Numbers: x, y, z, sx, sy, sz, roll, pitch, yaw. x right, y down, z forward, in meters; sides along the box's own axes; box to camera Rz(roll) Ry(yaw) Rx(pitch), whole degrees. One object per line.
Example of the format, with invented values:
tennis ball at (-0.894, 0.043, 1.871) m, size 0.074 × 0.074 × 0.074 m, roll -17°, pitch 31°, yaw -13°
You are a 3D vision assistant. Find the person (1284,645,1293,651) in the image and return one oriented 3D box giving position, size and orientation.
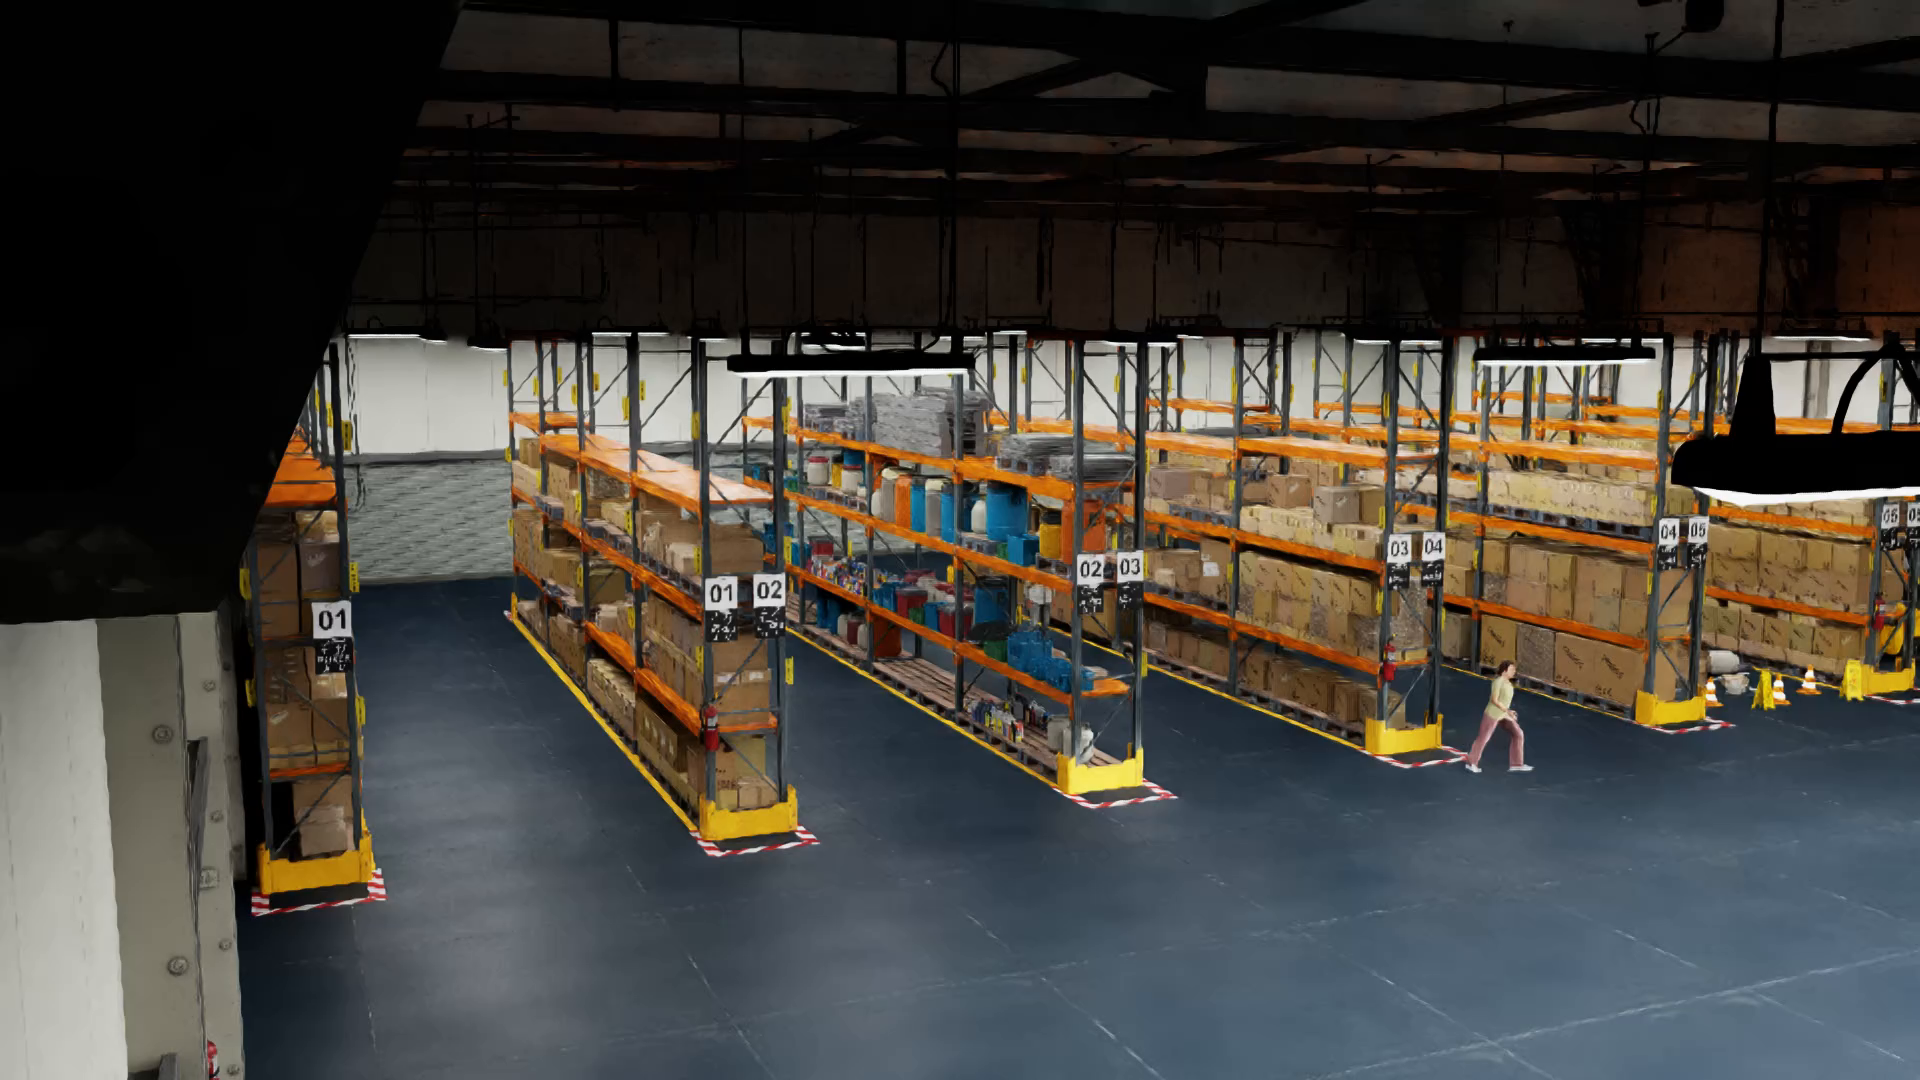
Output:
person at (6.072, 1.274, 31.147) m, size 0.501 × 1.674 × 0.422 m, roll 6°, pitch 10°, yaw 39°

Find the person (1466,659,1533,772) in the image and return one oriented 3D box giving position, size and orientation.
person at (7.433, 2.420, 22.950) m, size 0.620 × 1.602 × 0.790 m, roll -7°, pitch 11°, yaw -43°

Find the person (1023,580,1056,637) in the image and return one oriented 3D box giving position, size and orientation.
person at (1.535, 1.166, 31.790) m, size 0.677 × 1.726 × 0.574 m, roll -4°, pitch 9°, yaw -24°
